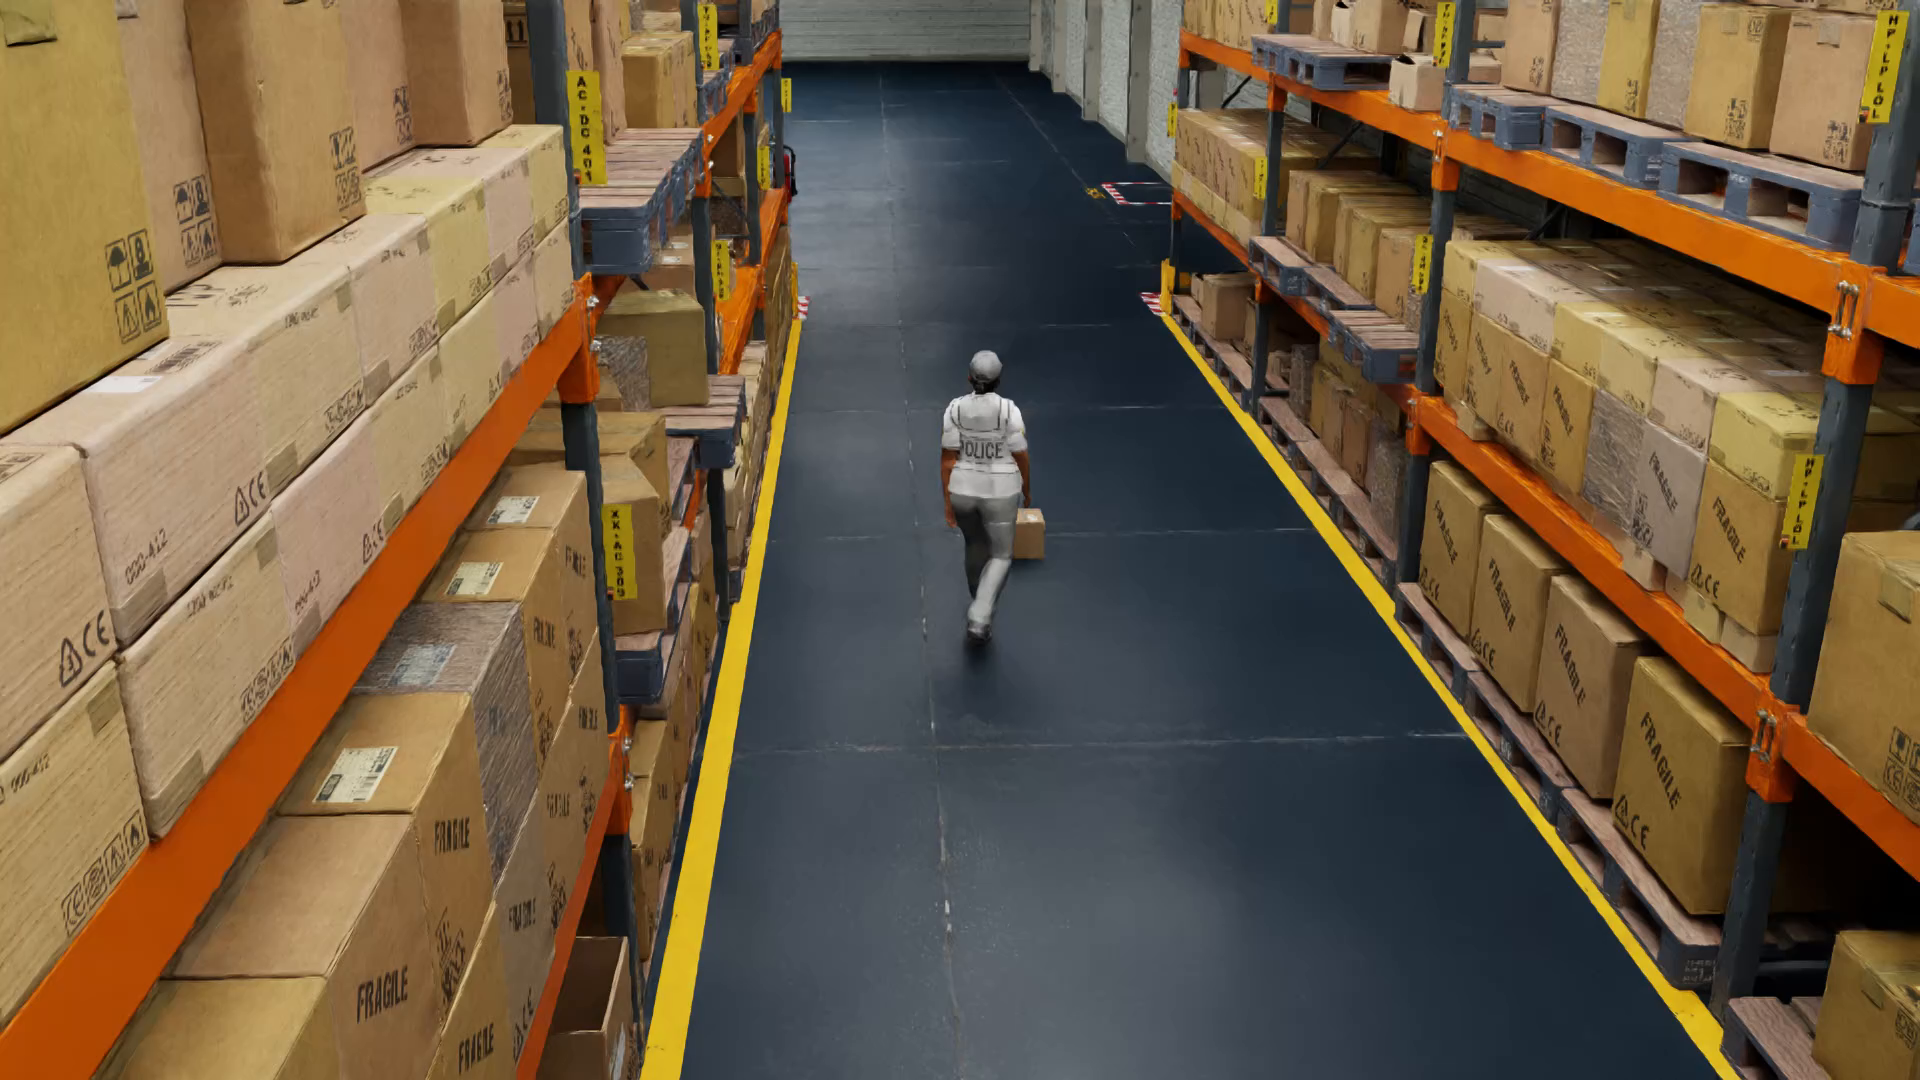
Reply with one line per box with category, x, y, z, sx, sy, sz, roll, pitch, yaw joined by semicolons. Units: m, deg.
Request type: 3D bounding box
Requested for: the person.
person;0.138;-0.263;9.278;0.491;1.625;0.964;7;22;19
